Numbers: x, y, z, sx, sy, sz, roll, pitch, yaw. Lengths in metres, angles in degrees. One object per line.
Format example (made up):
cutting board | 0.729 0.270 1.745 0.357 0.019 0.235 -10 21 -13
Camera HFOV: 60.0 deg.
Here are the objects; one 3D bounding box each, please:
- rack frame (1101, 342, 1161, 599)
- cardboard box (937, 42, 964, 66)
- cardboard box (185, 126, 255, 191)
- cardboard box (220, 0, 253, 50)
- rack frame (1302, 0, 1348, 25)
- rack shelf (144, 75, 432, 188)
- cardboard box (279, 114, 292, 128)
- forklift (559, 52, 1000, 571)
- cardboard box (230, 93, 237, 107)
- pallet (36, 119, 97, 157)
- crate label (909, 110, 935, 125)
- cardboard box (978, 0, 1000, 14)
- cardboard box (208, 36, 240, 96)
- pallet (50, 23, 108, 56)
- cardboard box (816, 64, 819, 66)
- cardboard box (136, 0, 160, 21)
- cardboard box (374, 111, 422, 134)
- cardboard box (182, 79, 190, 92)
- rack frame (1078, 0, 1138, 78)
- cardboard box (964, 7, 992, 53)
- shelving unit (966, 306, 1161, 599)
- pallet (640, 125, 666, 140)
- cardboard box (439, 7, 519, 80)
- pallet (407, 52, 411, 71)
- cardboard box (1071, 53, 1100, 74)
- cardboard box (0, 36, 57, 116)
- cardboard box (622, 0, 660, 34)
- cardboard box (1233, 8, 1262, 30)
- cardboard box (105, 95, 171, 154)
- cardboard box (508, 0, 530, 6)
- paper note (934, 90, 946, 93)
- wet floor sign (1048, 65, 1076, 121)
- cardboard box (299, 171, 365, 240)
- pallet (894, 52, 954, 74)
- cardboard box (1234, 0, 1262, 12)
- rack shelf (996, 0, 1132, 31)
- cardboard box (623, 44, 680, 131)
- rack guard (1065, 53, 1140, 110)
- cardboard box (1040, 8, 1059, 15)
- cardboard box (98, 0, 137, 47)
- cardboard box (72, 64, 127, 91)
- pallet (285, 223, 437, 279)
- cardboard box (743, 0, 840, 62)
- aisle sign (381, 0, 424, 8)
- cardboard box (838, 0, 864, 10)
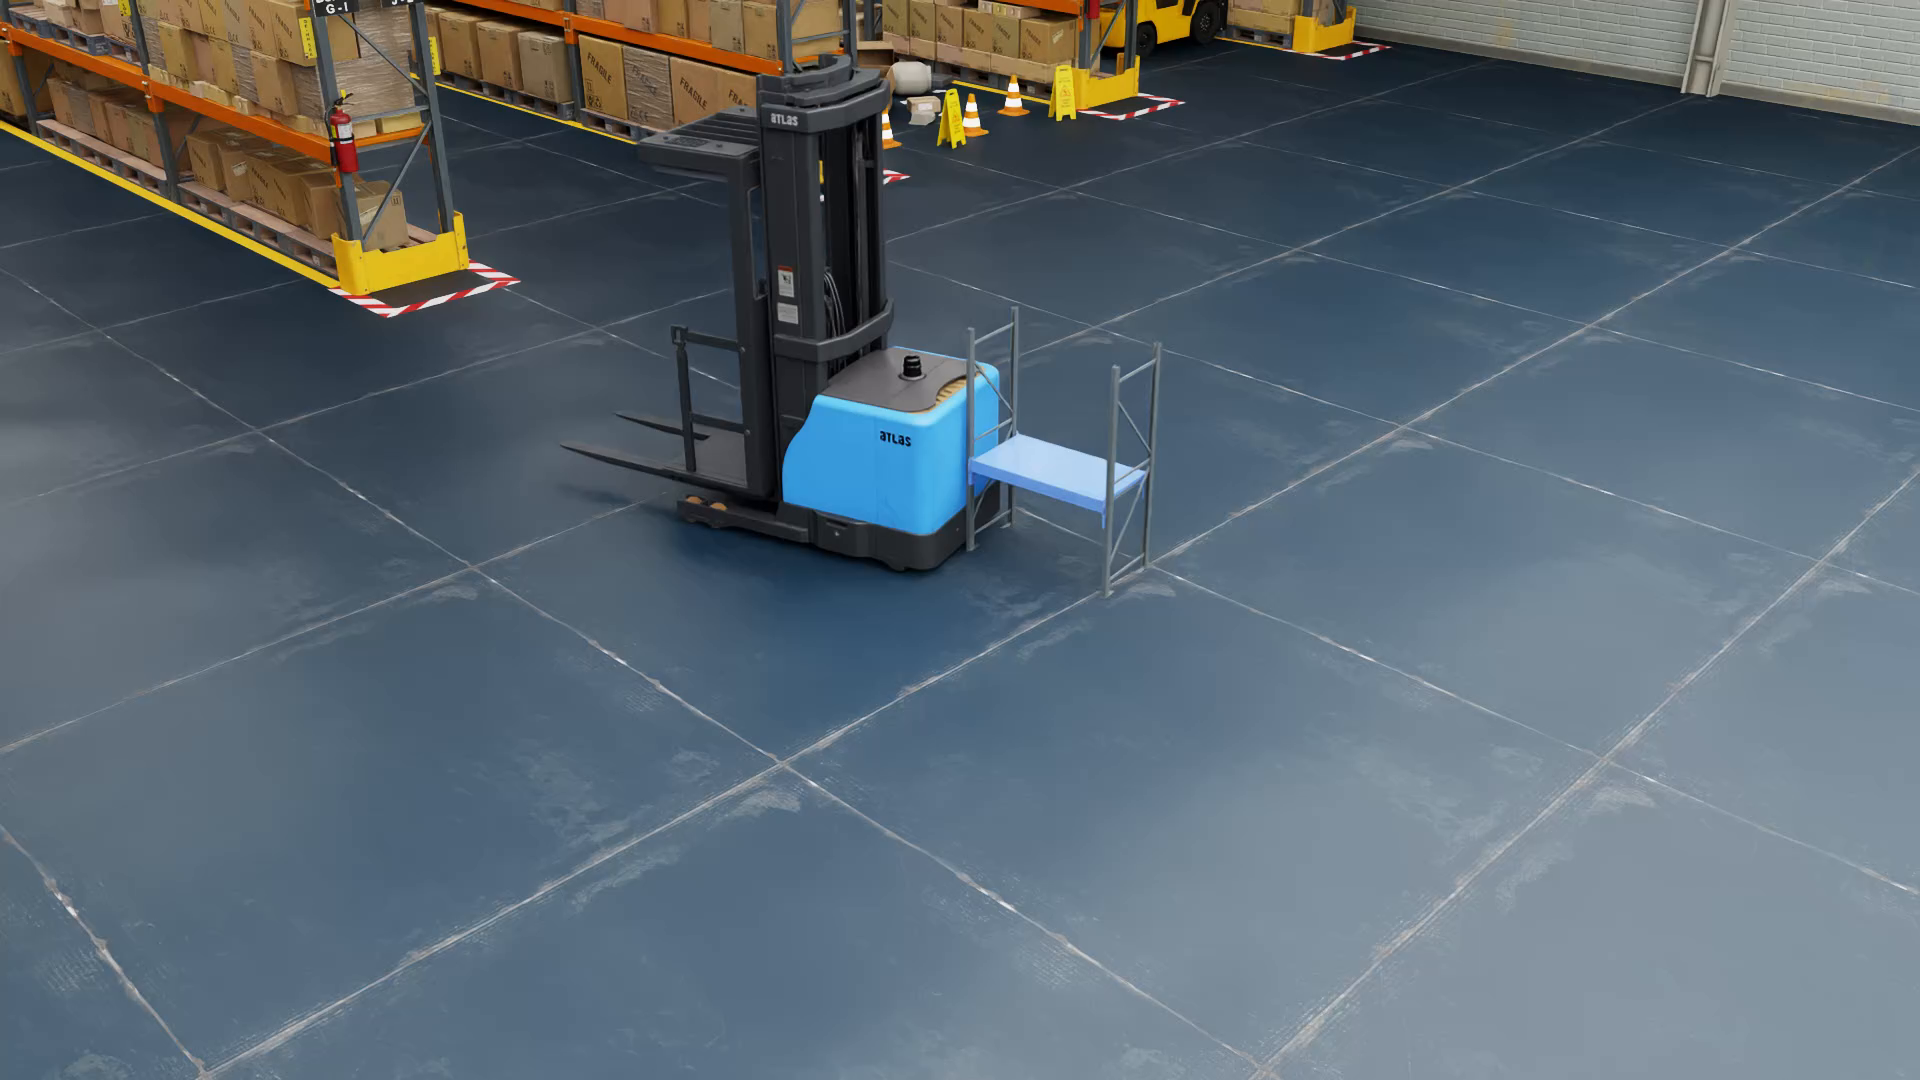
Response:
rack frame | 1.015 -0.400 9.893 0.032 1.500 0.500 19 33 32
cardboard box | 0.037 -6.668 22.705 0.500 0.250 0.500 24 36 38
cardboard box | -7.654 -3.971 17.307 0.500 0.500 0.500 23 36 37
cardboard box | -6.340 -4.771 15.093 0.500 0.500 0.500 25 36 38
rack frame | 5.366 -8.667 24.004 0.127 3.000 1.000 25 36 38
rack shelf | -6.485 -4.064 16.023 4.000 0.370 1.077 25 36 38
cardboard box | -5.967 -3.876 15.162 0.250 0.149 0.380 25 36 38
forklift | -1.283 -1.574 10.588 3.031 2.935 1.130 14 31 24
cardboard box | -6.680 -4.203 15.783 0.250 0.149 0.380 25 36 38
pallet | -10.207 -4.851 19.741 1.213 0.211 1.003 25 36 38
crate label | -0.462 -5.221 20.525 0.298 0.136 0.250 7 29 13
cardboard box | 0.462 -7.049 21.926 0.380 0.149 0.250 -23 36 -37
cardboard box | -6.547 -4.562 15.770 0.500 0.500 0.875 25 36 38
pallet | -9.323 -5.623 18.420 1.213 0.211 1.003 25 36 38
cardboard box | -1.811 -6.009 21.485 0.503 0.637 0.797 25 36 38
cardboard box | -7.769 -5.422 16.331 0.500 0.500 0.500 25 36 38
cardboard box | -5.095 -3.791 15.000 0.250 0.149 0.380 25 36 38
cardboard box | -7.417 -4.517 16.381 0.250 0.149 0.380 25 36 38
rack frame | 1.889 -7.019 20.869 0.127 3.000 1.000 25 36 38
cardboard box | 0.405 -6.831 22.208 0.500 0.500 0.500 24 36 37
shelving unit | 0.608 -0.542 10.163 1.048 1.500 0.538 19 33 32
pallet | -3.000 -4.742 19.535 1.213 0.211 1.003 25 36 38
cardboard box | -6.217 -6.631 22.097 1.050 0.750 0.750 -25 36 -38
pallet | -7.770 -6.975 23.781 1.213 0.211 1.003 25 36 38
cardboard box | 1.508 -6.343 22.086 0.500 0.250 0.500 24 36 38
cardboard box | -11.241 -5.818 20.416 0.875 0.875 1.225 23 35 36
cardboard box | -3.380 -6.211 19.171 0.550 0.550 0.875 25 36 38
cardboard box | 4.462 -7.850 24.953 0.500 0.250 0.500 25 36 38
cardboard box | -9.060 -4.675 18.625 0.500 0.500 0.700 21 34 34
cardboard box | -5.281 -6.939 20.609 0.500 0.500 0.500 24 36 38
paper note | -0.269 -5.951 22.029 0.148 0.019 0.142 12 30 22
wet floor sign | 1.274 -5.560 20.623 0.267 0.644 0.232 -13 30 -22
cardboard box | -5.943 -3.202 15.845 0.500 0.500 0.500 -15 31 -27
pallet | -0.460 -6.882 23.605 1.213 0.211 1.003 25 36 38
cardboard box | 4.450 -8.080 24.852 0.500 0.250 0.500 24 36 38
rack shelf | 0.463 -7.353 22.277 4.000 0.370 1.077 25 36 38
cardboard box | -3.317 -5.372 19.569 0.875 0.875 0.875 25 37 39
rack guard | 1.835 -5.937 21.498 0.348 0.500 1.175 25 36 38
cardboard box | 1.114 -6.851 22.247 0.500 0.500 0.500 23 35 37
cardboard box | -8.380 -5.792 17.440 1.000 1.000 1.000 25 37 39
cardboard box | -9.879 -5.382 19.164 0.500 0.250 0.500 -21 34 -34
pallet | -5.668 -2.797 15.837 1.213 0.211 1.003 25 36 38
cardboard box | -1.806 -5.515 17.849 0.550 0.550 0.875 25 36 38
aisle sign | -4.804 -4.960 14.160 0.004 0.787 0.394 25 36 38
cardboard box | -1.854 -7.751 24.632 0.950 0.372 0.625 -23 35 -36
